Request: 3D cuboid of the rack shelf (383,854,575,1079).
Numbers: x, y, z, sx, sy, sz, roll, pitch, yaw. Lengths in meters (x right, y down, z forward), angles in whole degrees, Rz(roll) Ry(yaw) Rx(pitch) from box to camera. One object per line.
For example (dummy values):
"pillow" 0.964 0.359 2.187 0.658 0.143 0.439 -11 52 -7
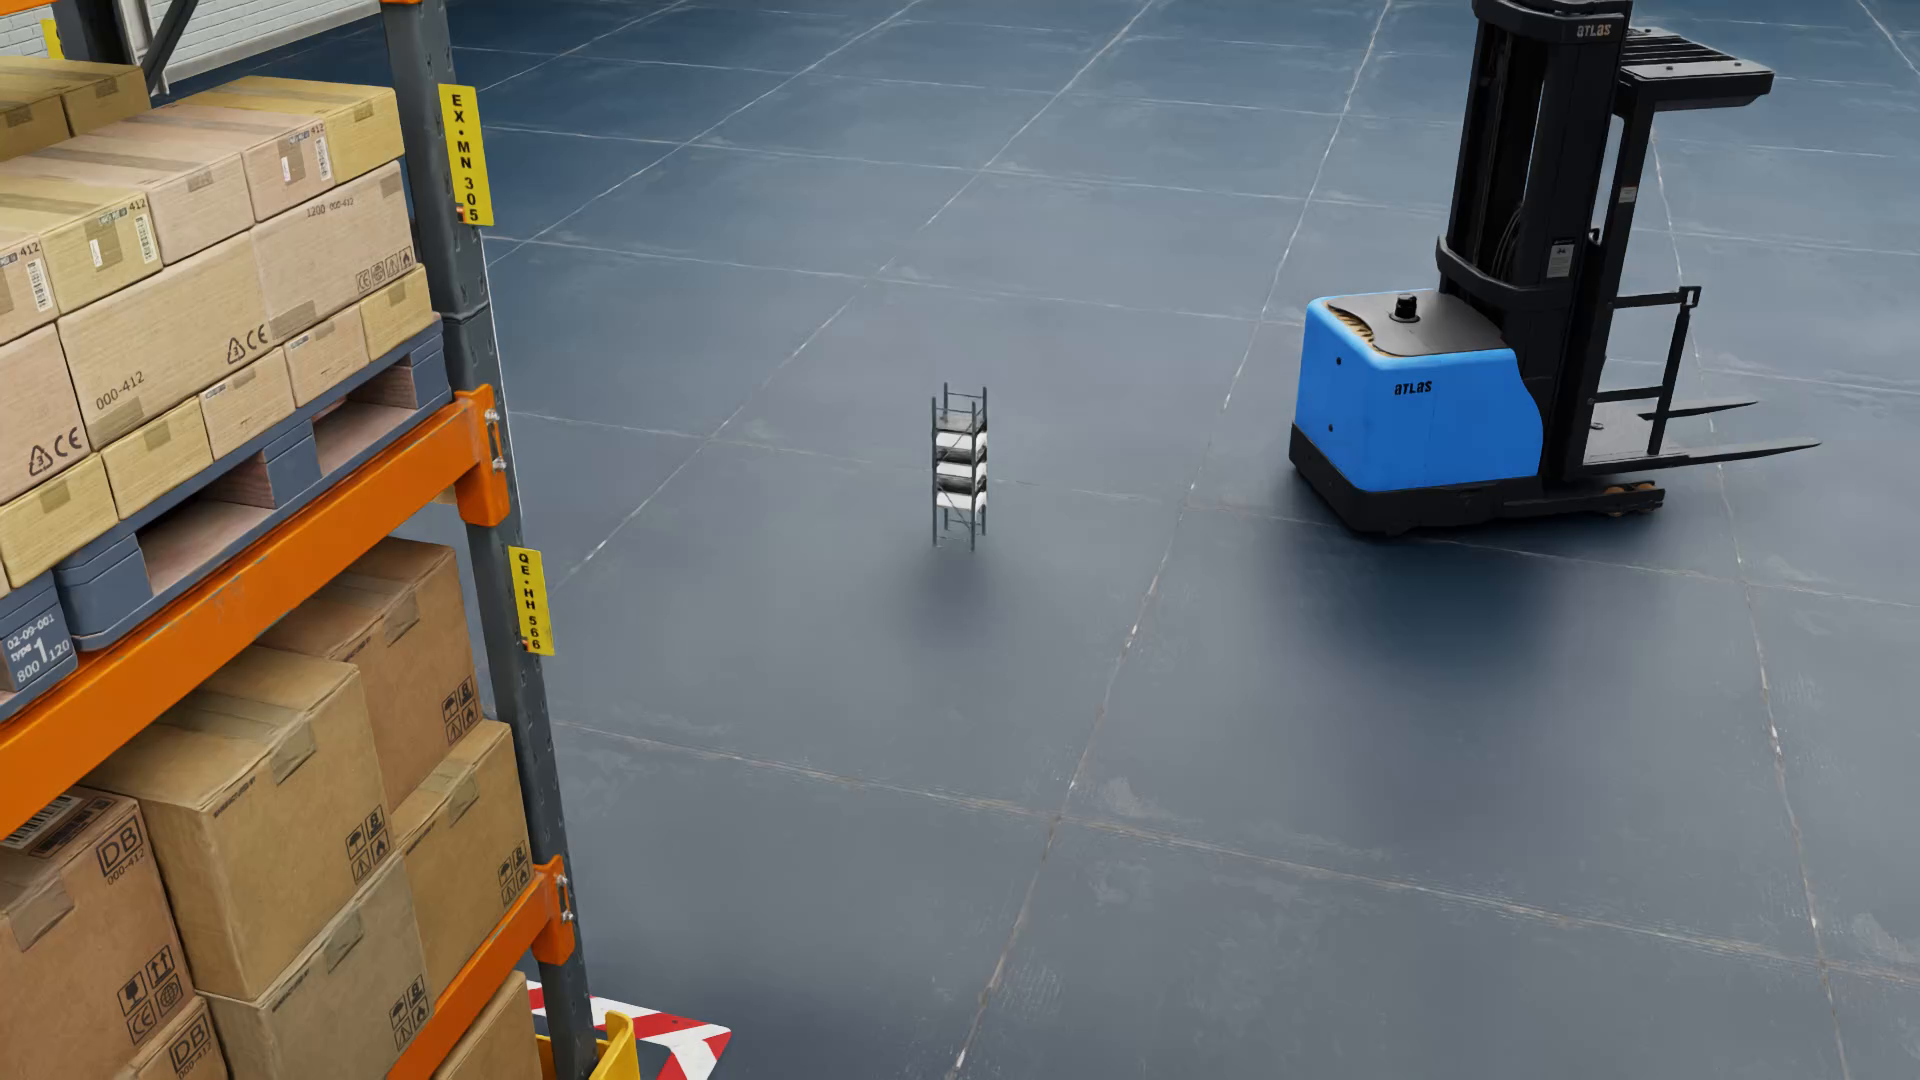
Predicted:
"rack shelf" -2.246 1.934 3.427 1.077 0.370 4.000 8 30 15

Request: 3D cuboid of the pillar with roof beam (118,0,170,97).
"pillar with roof beam" -4.595 -8.064 14.490 9.100 9.000 0.400 8 30 15

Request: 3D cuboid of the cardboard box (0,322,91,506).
"cardboard box" -1.832 -0.179 2.714 0.500 0.250 0.500 8 30 15

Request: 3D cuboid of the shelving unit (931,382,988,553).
"shelving unit" -0.002 -0.389 9.024 0.258 0.900 0.210 8 30 15

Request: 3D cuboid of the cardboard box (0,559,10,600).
"cardboard box" -1.806 0.056 2.703 0.380 0.149 0.250 9 30 15

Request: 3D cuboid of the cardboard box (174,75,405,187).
"cardboard box" -1.434 -0.881 3.566 0.380 0.149 0.250 9 30 15

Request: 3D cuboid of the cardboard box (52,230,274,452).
"cardboard box" -1.683 -0.412 3.133 0.500 0.250 0.500 9 30 15

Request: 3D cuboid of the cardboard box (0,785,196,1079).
"cardboard box" -2.173 0.830 3.408 0.875 0.550 0.550 8 30 15

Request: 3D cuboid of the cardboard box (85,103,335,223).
"cardboard box" -1.508 -0.765 3.358 0.380 0.149 0.250 9 30 15

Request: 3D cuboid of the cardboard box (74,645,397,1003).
"cardboard box" -1.878 0.589 3.841 0.875 0.550 0.550 8 30 15

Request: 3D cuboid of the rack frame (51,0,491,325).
"rack frame" -1.659 -1.931 3.465 1.000 3.000 0.127 8 30 15

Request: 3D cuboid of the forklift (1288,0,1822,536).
"forklift" 3.546 -1.660 9.219 3.031 2.935 1.130 -6 30 -11

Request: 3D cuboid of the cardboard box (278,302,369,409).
"cardboard box" -1.508 -0.418 3.554 0.380 0.149 0.250 9 30 15

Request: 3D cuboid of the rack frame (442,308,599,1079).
"rack frame" -1.659 0.691 4.923 1.000 3.000 0.127 8 30 15

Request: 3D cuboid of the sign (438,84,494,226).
"sign" -1.145 -0.889 3.847 0.100 0.325 0.005 8 30 15

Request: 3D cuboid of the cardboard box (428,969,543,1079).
"cardboard box" -1.795 1.760 4.754 0.875 0.875 0.875 9 30 15

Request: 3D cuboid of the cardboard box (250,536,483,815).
"cardboard box" -1.805 0.320 4.324 0.875 0.550 0.550 8 30 15

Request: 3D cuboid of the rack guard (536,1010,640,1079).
"rack guard" -1.652 1.772 5.551 1.175 0.500 0.348 8 30 15

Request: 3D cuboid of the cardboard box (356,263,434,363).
"cardboard box" -1.433 -0.535 3.764 0.380 0.149 0.250 8 30 15

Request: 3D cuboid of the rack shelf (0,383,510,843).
"rack shelf" -2.246 0.624 2.698 1.077 0.370 4.000 8 30 15

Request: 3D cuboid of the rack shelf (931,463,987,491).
"rack shelf" -0.002 -0.360 9.041 0.258 0.077 0.200 8 30 15

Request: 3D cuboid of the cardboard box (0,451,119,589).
"cardboard box" -1.732 -0.062 2.913 0.380 0.149 0.250 8 30 14

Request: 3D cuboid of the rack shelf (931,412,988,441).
"rack shelf" -0.002 -0.596 8.909 0.258 0.077 0.200 8 30 15

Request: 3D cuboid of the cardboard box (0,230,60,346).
"cardboard box" -1.733 -0.410 2.719 0.380 0.149 0.250 9 30 15

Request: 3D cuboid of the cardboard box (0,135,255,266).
"cardboard box" -1.584 -0.646 3.144 0.380 0.149 0.250 9 30 16

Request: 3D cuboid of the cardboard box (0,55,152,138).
"cardboard box" -2.061 -0.976 3.738 0.380 0.149 0.250 9 30 15

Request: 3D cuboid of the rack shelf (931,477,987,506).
"rack shelf" -0.002 -0.282 9.084 0.258 0.077 0.200 8 30 15

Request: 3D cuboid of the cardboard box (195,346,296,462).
"cardboard box" -1.582 -0.298 3.339 0.380 0.149 0.250 9 30 16

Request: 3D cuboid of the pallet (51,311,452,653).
"pallet" -1.867 -0.235 3.593 1.003 0.211 1.213 8 30 15

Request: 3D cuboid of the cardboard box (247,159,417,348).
"cardboard box" -1.536 -0.645 3.551 0.500 0.250 0.500 9 30 16

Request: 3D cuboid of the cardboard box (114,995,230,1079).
"cardboard box" -2.150 1.305 3.664 0.875 0.550 0.550 8 30 15

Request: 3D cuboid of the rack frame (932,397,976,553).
"rack frame" -0.032 -0.342 8.940 0.240 0.900 0.006 8 30 15

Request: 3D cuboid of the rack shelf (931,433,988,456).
"rack shelf" -0.002 -0.518 8.953 0.258 0.077 0.200 8 30 15

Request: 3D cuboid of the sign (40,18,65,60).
"sign" -2.188 -1.119 4.110 0.100 0.325 0.005 8 30 15

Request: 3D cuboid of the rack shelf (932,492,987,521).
"rack shelf" -0.002 -0.203 9.128 0.258 0.077 0.200 8 30 15

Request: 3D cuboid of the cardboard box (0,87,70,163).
"cardboard box" -2.136 -0.860 3.528 0.380 0.149 0.250 9 30 15

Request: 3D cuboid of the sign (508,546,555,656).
"sign" -1.145 0.165 4.433 0.100 0.325 0.005 8 30 15

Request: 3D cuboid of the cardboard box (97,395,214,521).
"cardboard box" -1.657 -0.181 3.128 0.380 0.149 0.250 9 30 15

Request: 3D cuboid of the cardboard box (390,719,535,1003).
"cardboard box" -1.725 0.804 4.565 0.875 0.550 0.550 8 30 15

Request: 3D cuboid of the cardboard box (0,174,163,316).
"cardboard box" -1.658 -0.526 2.927 0.380 0.149 0.250 9 30 16

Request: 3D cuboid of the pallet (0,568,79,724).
"pallet" -2.223 0.334 2.571 1.003 0.211 1.213 8 30 15

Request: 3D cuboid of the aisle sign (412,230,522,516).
"aisle sign" -1.352 -0.436 4.273 0.394 0.787 0.004 8 30 15

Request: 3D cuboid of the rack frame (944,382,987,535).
"rack frame" 0.027 -0.437 9.109 0.240 0.900 0.006 8 30 15

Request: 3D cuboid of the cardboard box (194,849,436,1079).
"cardboard box" -1.865 1.063 4.100 0.875 0.550 0.550 8 30 15

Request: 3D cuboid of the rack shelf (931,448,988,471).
"rack shelf" -0.002 -0.439 8.997 0.258 0.077 0.200 8 30 15
